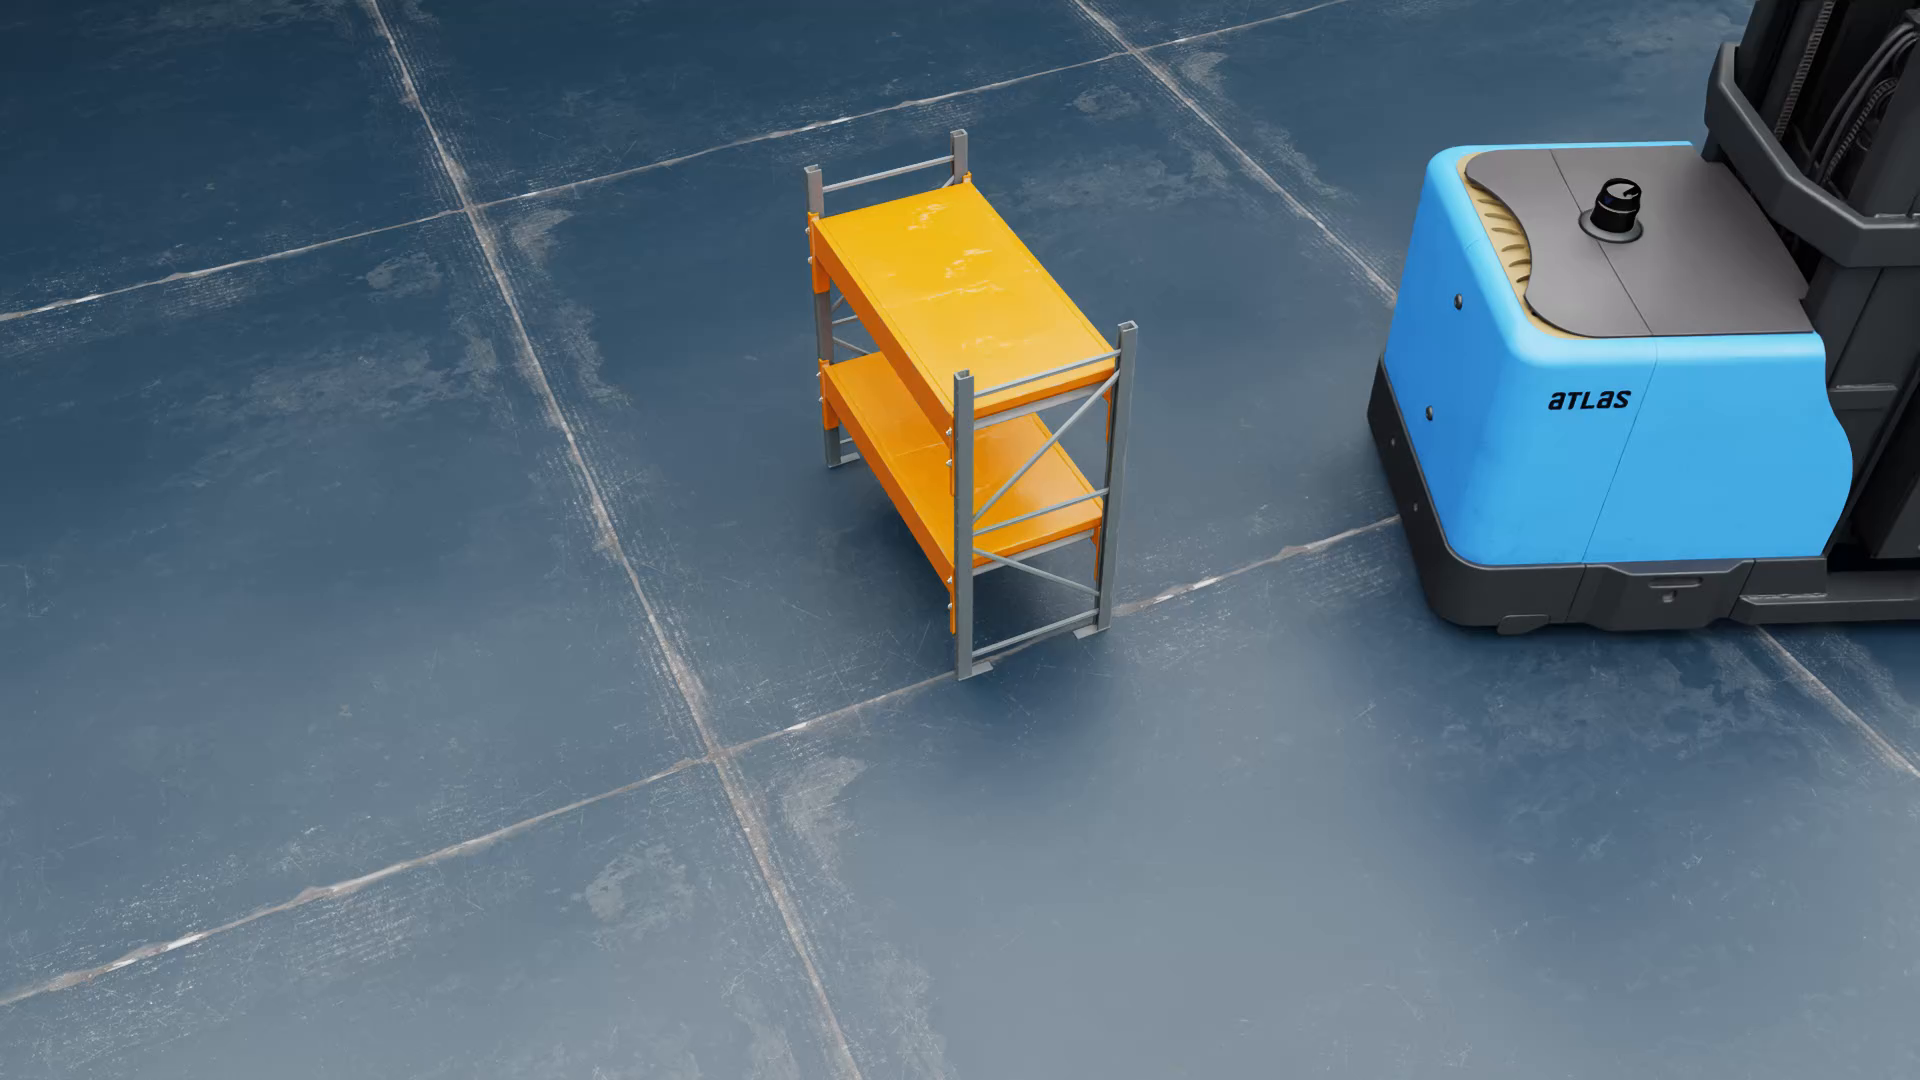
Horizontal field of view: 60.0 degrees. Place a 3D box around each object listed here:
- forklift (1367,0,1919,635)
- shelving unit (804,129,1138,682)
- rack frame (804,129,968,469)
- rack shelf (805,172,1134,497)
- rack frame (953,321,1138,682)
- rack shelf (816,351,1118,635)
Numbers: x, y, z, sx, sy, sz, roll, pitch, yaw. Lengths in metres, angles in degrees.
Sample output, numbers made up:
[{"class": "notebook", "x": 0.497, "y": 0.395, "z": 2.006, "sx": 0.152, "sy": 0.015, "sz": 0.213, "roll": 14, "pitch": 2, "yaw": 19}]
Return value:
[{"class": "forklift", "x": 2.893, "y": -1.148, "z": 4.327, "sx": 3.031, "sy": 2.935, "sz": 1.130, "roll": -2, "pitch": 45, "yaw": -2}, {"class": "shelving unit", "x": 0.003, "y": -0.396, "z": 4.851, "sx": 0.538, "sy": 1.125, "sz": 1.048, "roll": -18, "pitch": 47, "yaw": -17}, {"class": "rack frame", "x": -0.211, "y": -0.720, "z": 5.179, "sx": 0.500, "sy": 1.125, "sz": 0.032, "roll": -18, "pitch": 47, "yaw": -17}, {"class": "rack shelf", "x": 0.003, "y": -0.604, "z": 4.645, "sx": 0.538, "sy": 0.278, "sz": 1.000, "roll": -18, "pitch": 47, "yaw": -17}, {"class": "rack frame", "x": 0.217, "y": -0.072, "z": 4.522, "sx": 0.500, "sy": 1.125, "sz": 0.032, "roll": -18, "pitch": 47, "yaw": -17}, {"class": "rack shelf", "x": 0.003, "y": -0.222, "z": 5.022, "sx": 0.538, "sy": 0.278, "sz": 1.000, "roll": -18, "pitch": 47, "yaw": -17}]
